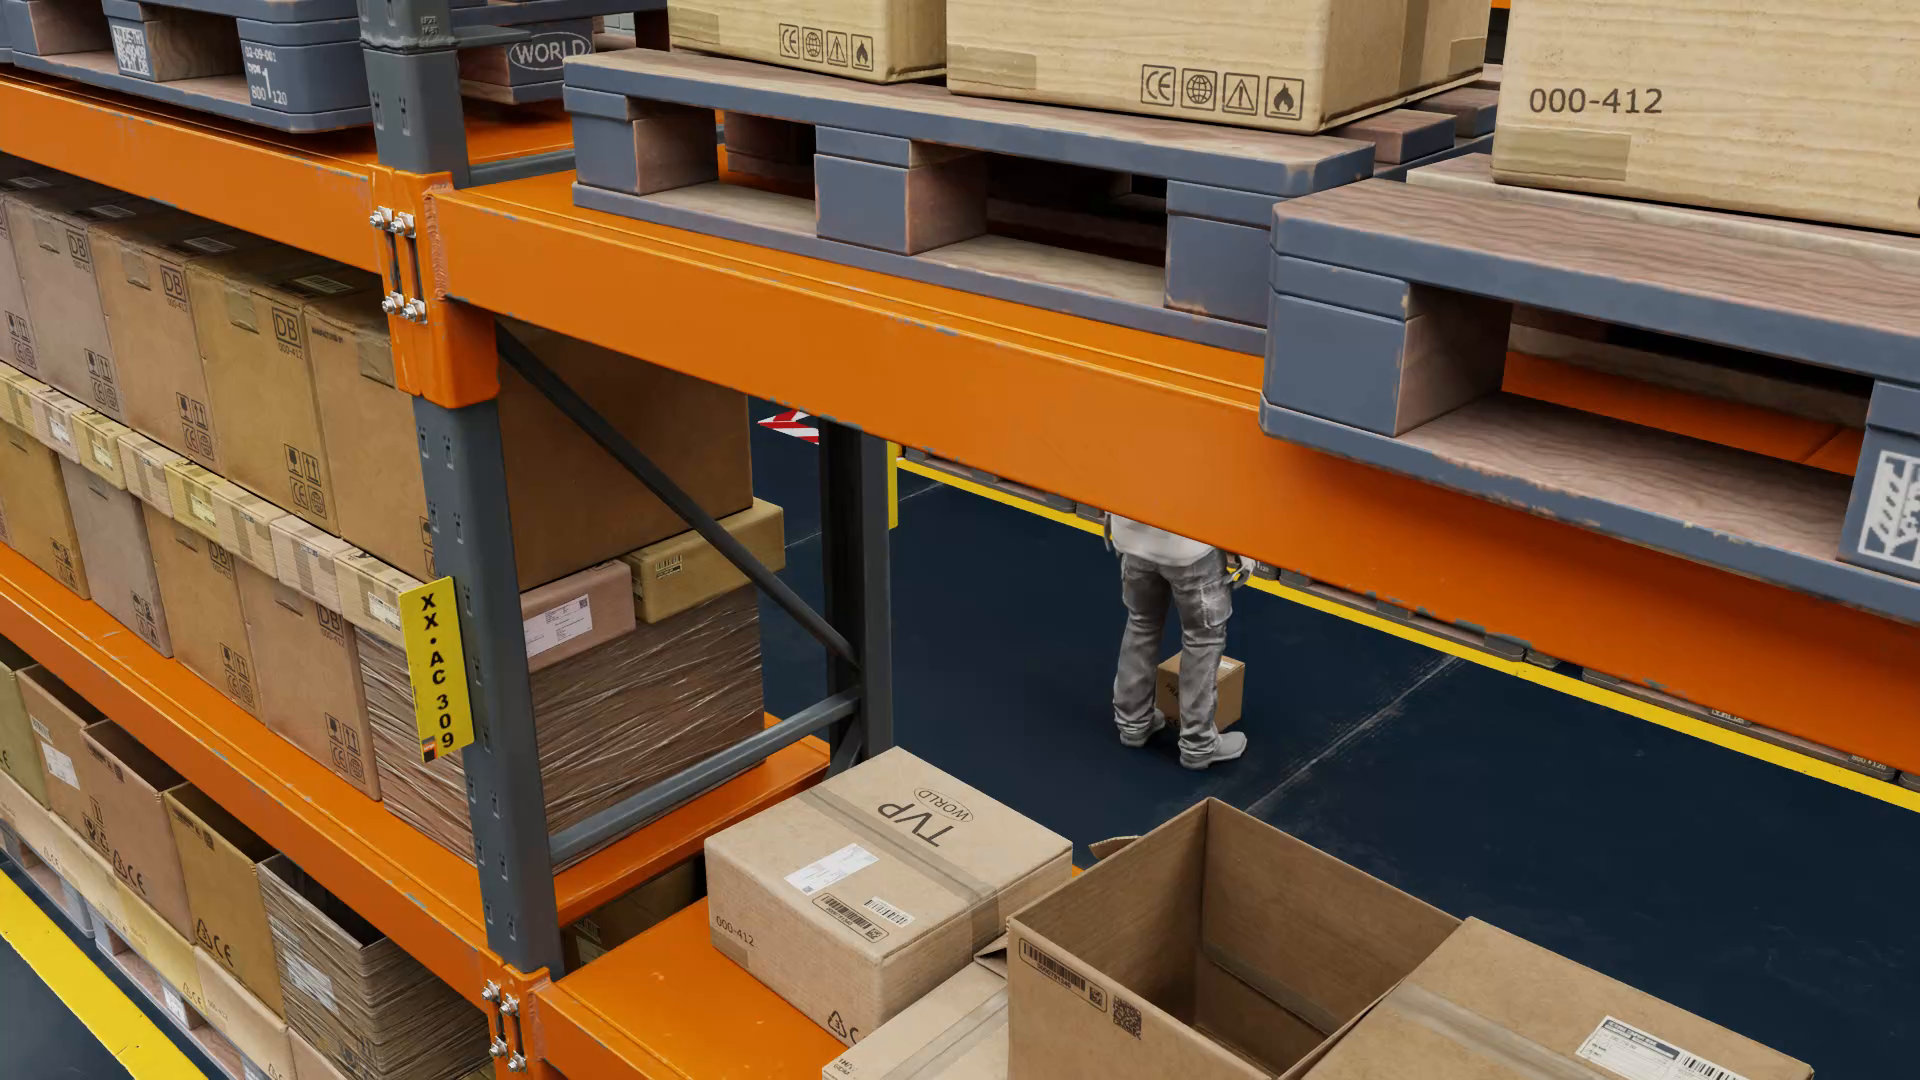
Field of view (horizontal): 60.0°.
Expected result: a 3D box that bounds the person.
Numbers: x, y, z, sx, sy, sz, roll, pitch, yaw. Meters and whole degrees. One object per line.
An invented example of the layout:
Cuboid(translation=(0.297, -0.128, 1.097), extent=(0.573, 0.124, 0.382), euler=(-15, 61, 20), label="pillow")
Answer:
Cuboid(translation=(0.796, -0.021, 6.136), extent=(0.625, 1.773, 0.451), euler=(18, 29, 35), label="person")
